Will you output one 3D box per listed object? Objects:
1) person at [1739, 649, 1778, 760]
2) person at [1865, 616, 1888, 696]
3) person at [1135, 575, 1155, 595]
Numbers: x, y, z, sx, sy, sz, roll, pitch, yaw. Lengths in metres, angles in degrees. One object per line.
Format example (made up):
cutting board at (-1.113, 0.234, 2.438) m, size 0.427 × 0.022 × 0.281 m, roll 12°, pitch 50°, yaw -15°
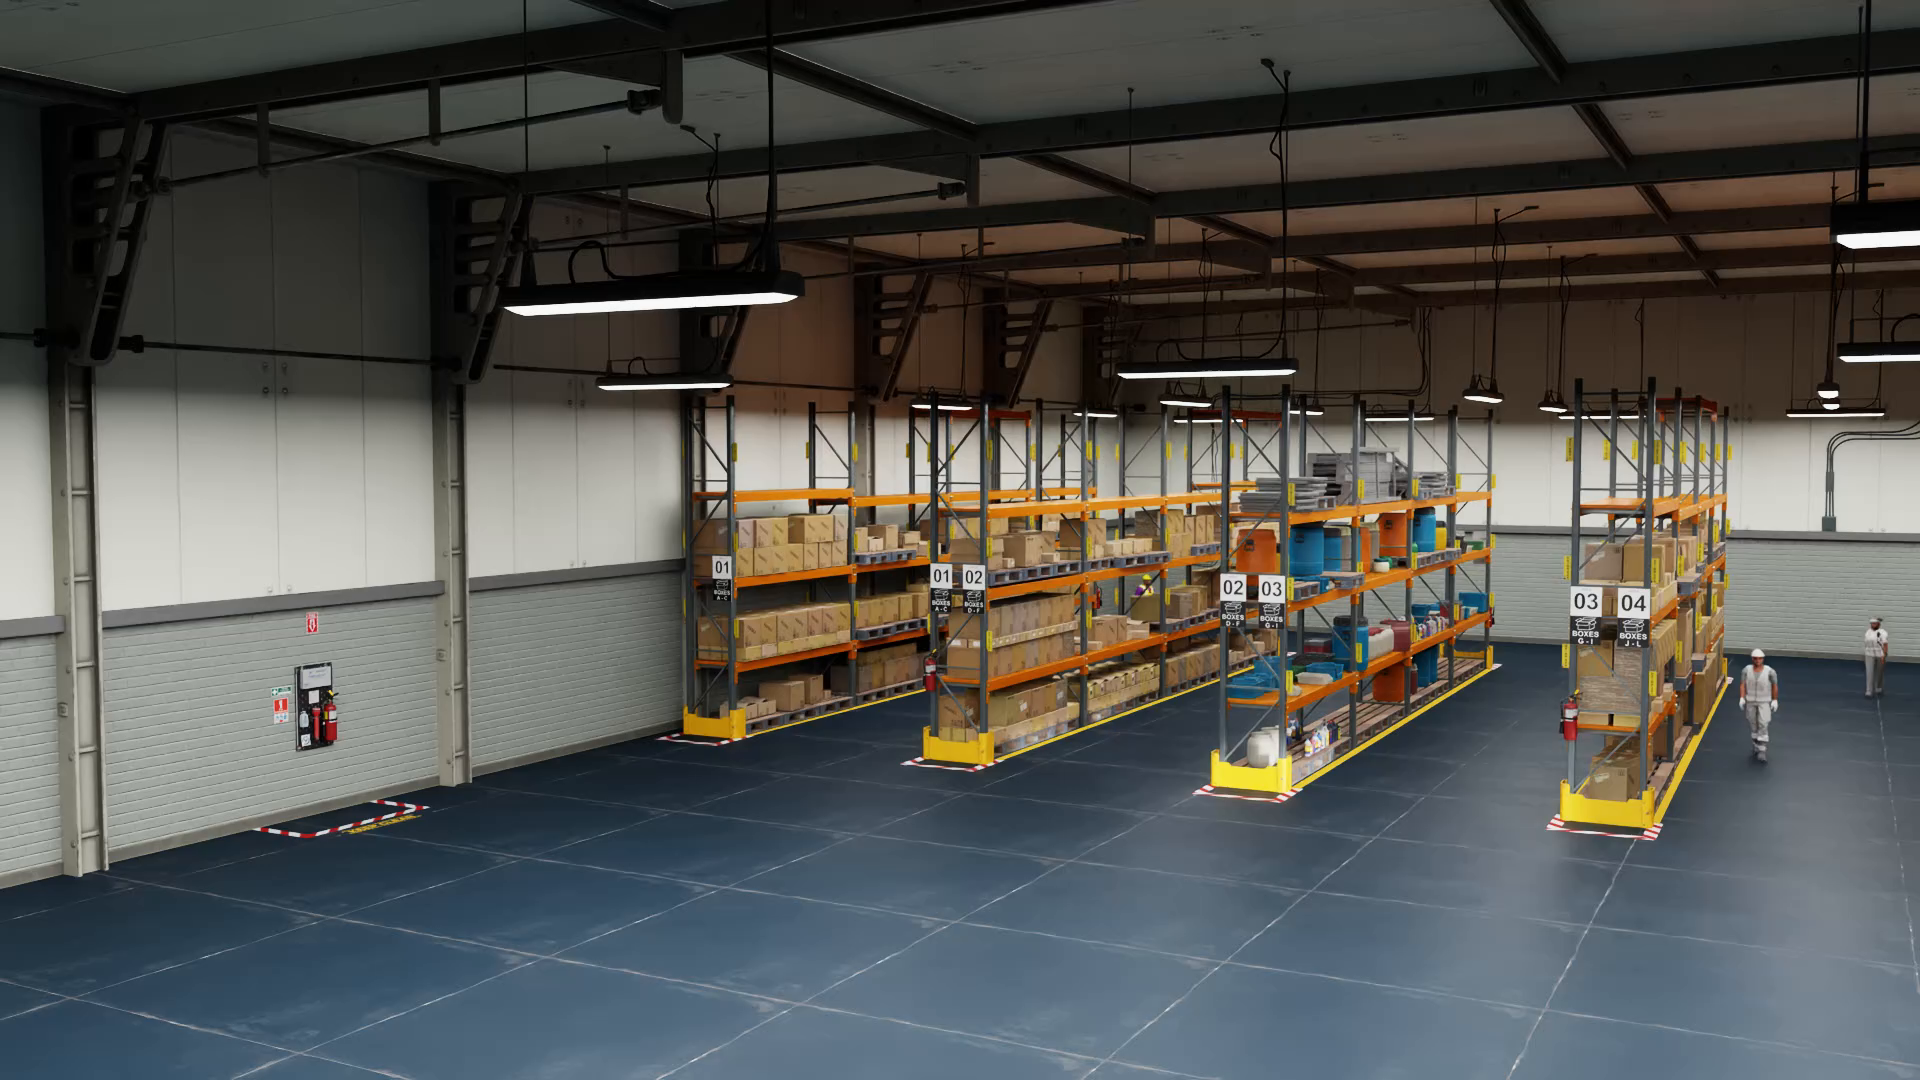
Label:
person at (13.073, 2.663, 27.280) m, size 0.544 × 1.747 × 0.902 m, roll 3°, pitch 4°, yaw 40°
person at (18.801, 2.374, 34.123) m, size 0.428 × 1.616 × 1.044 m, roll 2°, pitch 4°, yaw 32°
person at (5.043, 1.785, 44.373) m, size 0.581 × 1.709 × 1.028 m, roll -2°, pitch 4°, yaw -40°
